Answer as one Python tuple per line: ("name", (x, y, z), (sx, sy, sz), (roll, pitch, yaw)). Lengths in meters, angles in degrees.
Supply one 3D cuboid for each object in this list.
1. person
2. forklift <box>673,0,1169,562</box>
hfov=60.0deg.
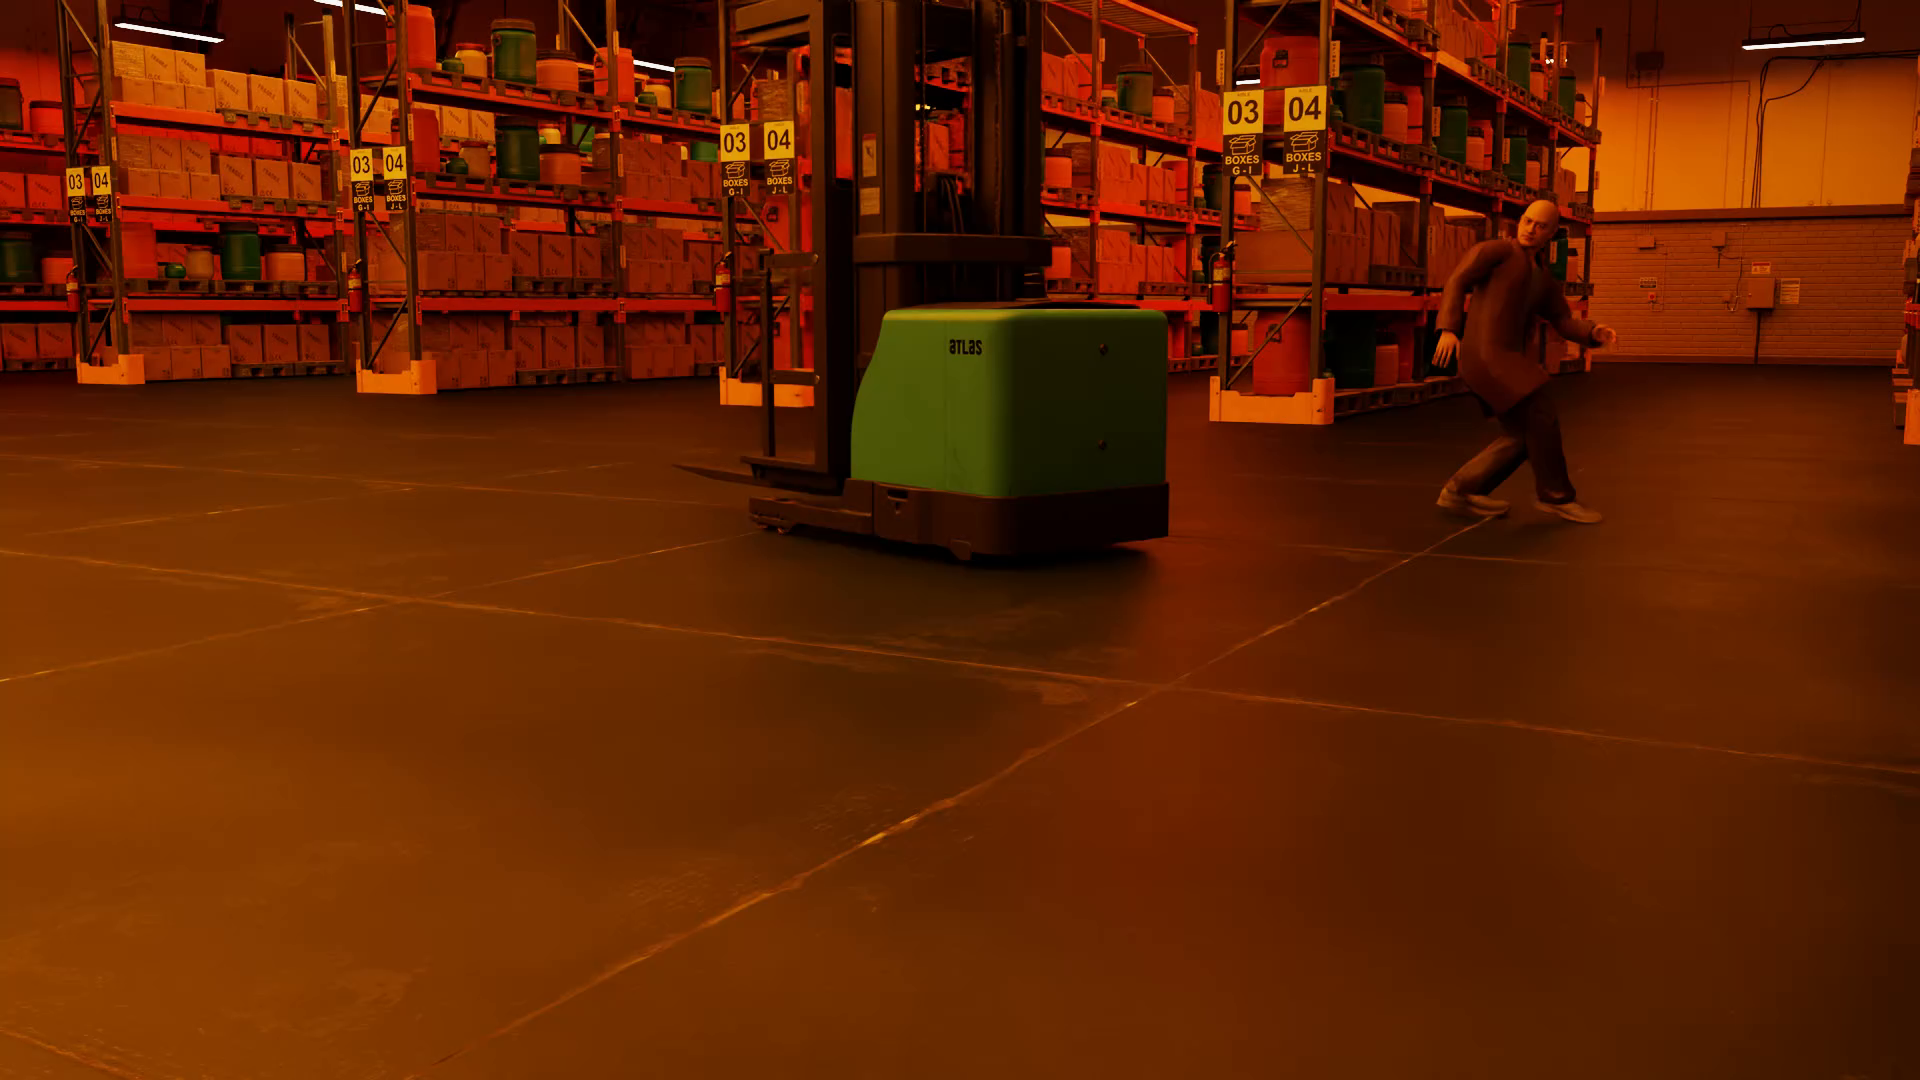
("person", (2.869, -0.900, 8.455), (0.866, 1.646, 0.830), (5, 10, 34))
("forklift", (-0.382, -1.517, 8.085), (1.130, 2.935, 3.031), (-6, 10, -38))
